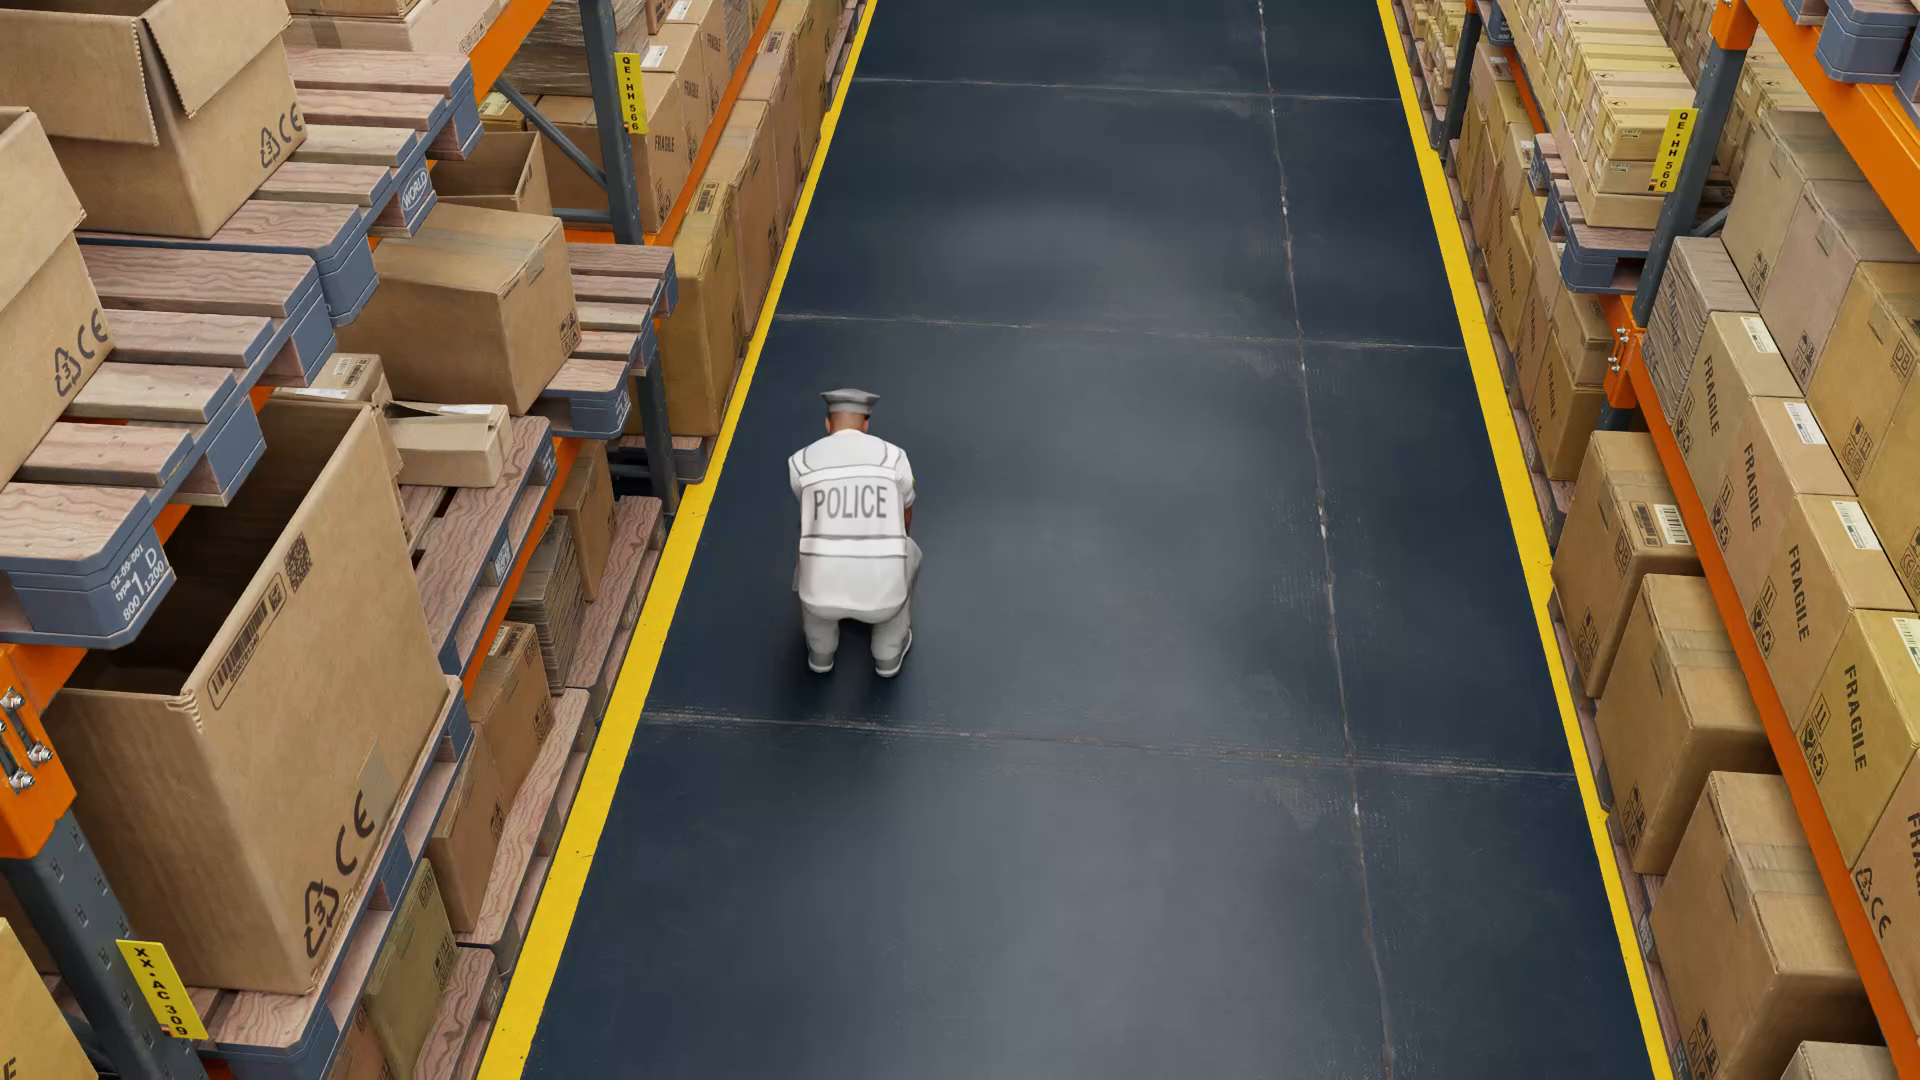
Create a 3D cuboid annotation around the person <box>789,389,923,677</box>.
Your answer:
[{"bbox_3d":[-0.426,-0.014,6.749,0.533,1.022,0.932,2,40,3],"label":"person"}]
